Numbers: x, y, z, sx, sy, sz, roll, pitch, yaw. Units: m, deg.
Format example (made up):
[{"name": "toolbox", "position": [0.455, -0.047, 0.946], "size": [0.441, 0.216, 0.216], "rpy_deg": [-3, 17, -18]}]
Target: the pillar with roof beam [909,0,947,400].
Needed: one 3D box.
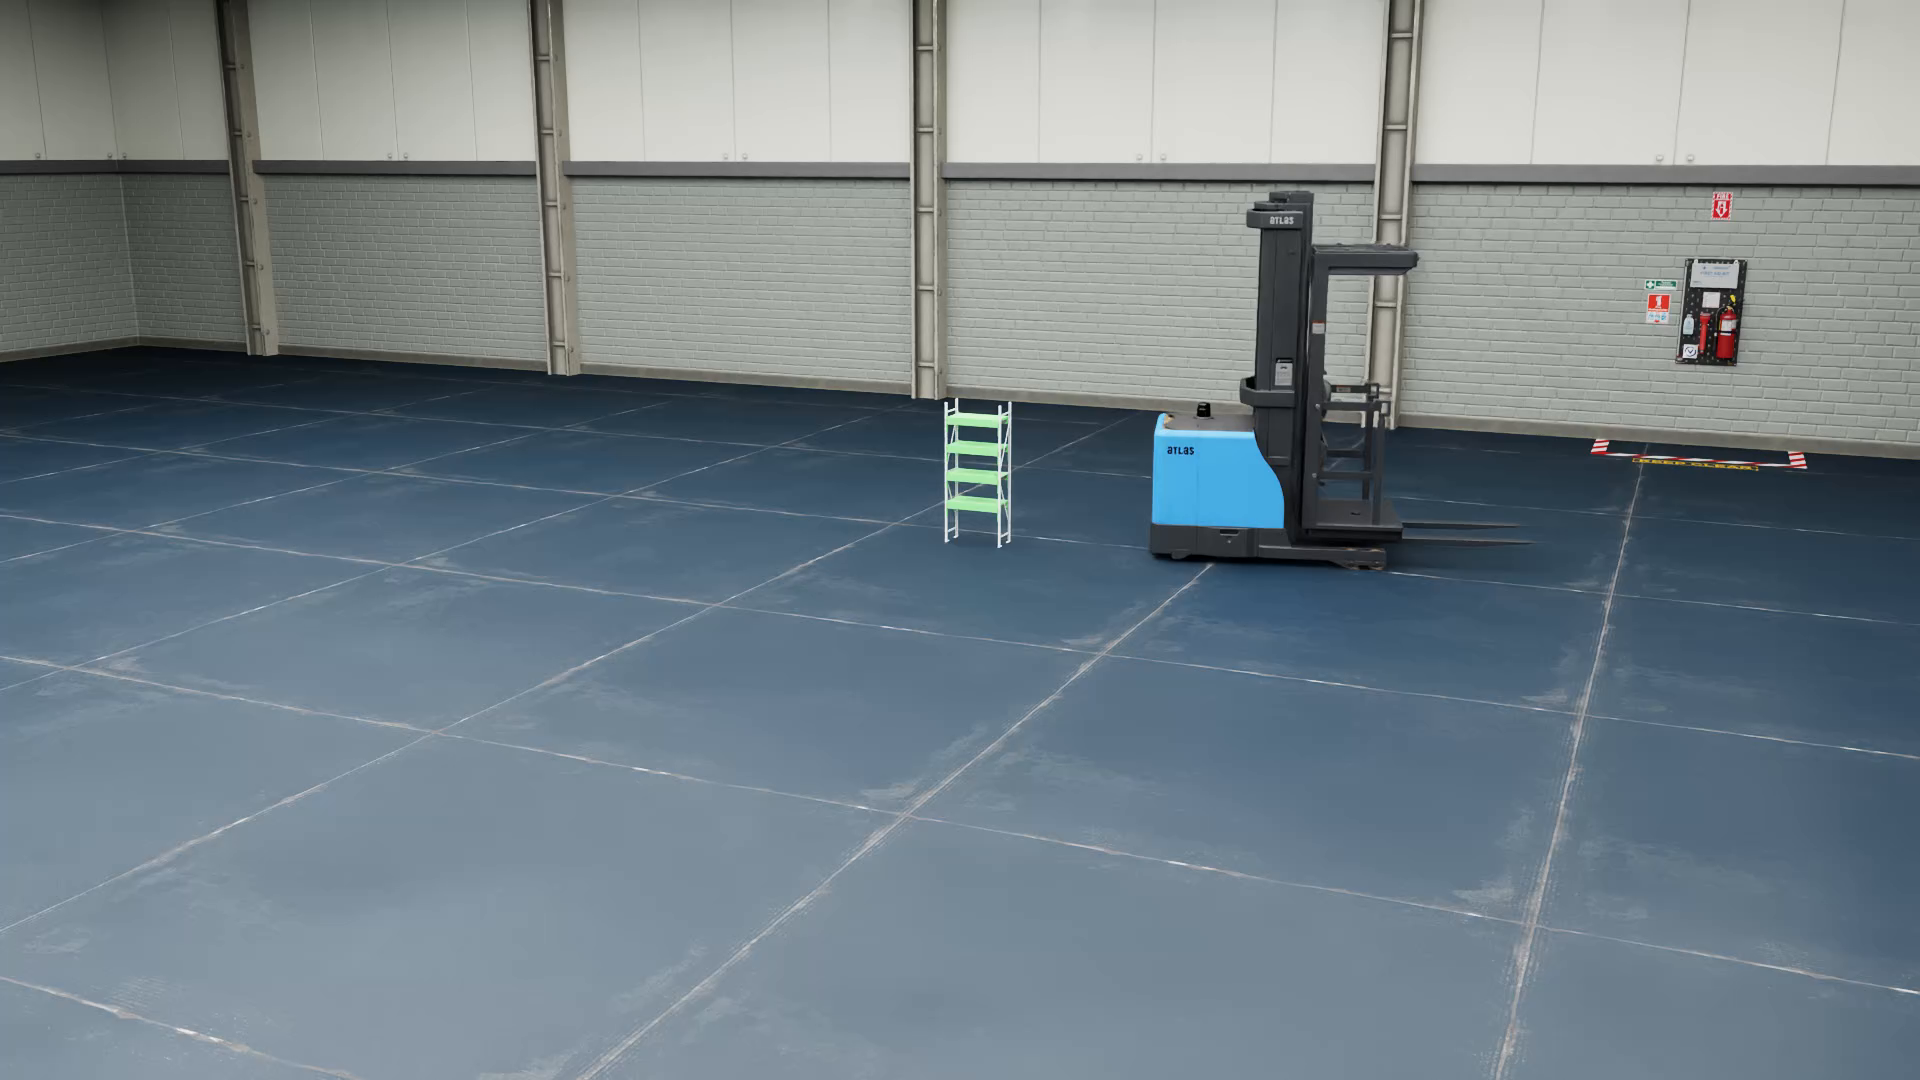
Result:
[{"name": "pillar with roof beam", "position": [-2.157, -5.407, 17.598], "size": [0.400, 9.000, 9.100], "rpy_deg": [6, 14, 23]}]

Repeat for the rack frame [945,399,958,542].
[{"name": "rack frame", "position": [-0.072, -0.591, 14.149], "size": [0.015, 1.200, 0.240], "rpy_deg": [6, 14, 23]}]

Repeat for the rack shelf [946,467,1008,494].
[{"name": "rack shelf", "position": [0.151, -0.507, 14.067], "size": [0.480, 0.148, 0.258], "rpy_deg": [6, 14, 23]}]

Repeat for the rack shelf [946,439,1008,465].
[{"name": "rack shelf", "position": [0.151, -0.740, 14.012], "size": [0.480, 0.148, 0.258], "rpy_deg": [6, 14, 23]}]

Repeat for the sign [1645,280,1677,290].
[{"name": "sign", "position": [7.851, -2.857, 18.627], "size": [0.331, 0.109, 0.001], "rpy_deg": [6, 14, 23]}]

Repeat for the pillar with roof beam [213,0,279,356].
[{"name": "pillar with roof beam", "position": [-13.128, -6.517, 22.330], "size": [0.400, 9.000, 9.100], "rpy_deg": [6, 14, 23]}]

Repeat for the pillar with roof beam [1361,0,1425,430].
[{"name": "pillar with roof beam", "position": [3.329, -4.851, 15.232], "size": [0.400, 9.000, 9.100], "rpy_deg": [6, 14, 23]}]

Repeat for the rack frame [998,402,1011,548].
[{"name": "rack frame", "position": [0.374, -0.546, 13.956], "size": [0.015, 1.200, 0.240], "rpy_deg": [6, 14, 23]}]

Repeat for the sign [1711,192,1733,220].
[{"name": "sign", "position": [8.347, -3.662, 18.218], "size": [0.199, 0.298, 0.001], "rpy_deg": [6, 14, 23]}]

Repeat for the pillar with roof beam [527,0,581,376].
[{"name": "pillar with roof beam", "position": [-7.643, -5.962, 19.964], "size": [0.400, 9.000, 9.100], "rpy_deg": [6, 14, 23]}]

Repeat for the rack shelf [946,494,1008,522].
[{"name": "rack shelf", "position": [0.151, -0.273, 14.122], "size": [0.480, 0.148, 0.258], "rpy_deg": [6, 14, 23]}]

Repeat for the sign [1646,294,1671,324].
[{"name": "sign", "position": [7.851, -2.601, 18.697], "size": [0.234, 0.329, 0.001], "rpy_deg": [6, 14, 23]}]

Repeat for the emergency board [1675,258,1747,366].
[{"name": "emergency board", "position": [8.315, -2.511, 18.391], "size": [0.643, 1.169, 0.194], "rpy_deg": [6, 14, 23]}]

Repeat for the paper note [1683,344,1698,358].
[{"name": "paper note", "position": [8.181, -2.113, 18.623], "size": [0.142, 0.148, 0.016], "rpy_deg": [6, 14, 23]}]

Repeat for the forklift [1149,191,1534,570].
[{"name": "forklift", "position": [3.110, -1.317, 13.452], "size": [3.031, 2.935, 1.130], "rpy_deg": [2, 13, 9]}]

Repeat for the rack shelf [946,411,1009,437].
[{"name": "rack shelf", "position": [0.151, -0.974, 13.957], "size": [0.480, 0.148, 0.258], "rpy_deg": [6, 14, 23]}]

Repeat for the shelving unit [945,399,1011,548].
[{"name": "shelving unit", "position": [0.151, -0.569, 14.052], "size": [0.503, 1.200, 0.258], "rpy_deg": [6, 14, 23]}]
